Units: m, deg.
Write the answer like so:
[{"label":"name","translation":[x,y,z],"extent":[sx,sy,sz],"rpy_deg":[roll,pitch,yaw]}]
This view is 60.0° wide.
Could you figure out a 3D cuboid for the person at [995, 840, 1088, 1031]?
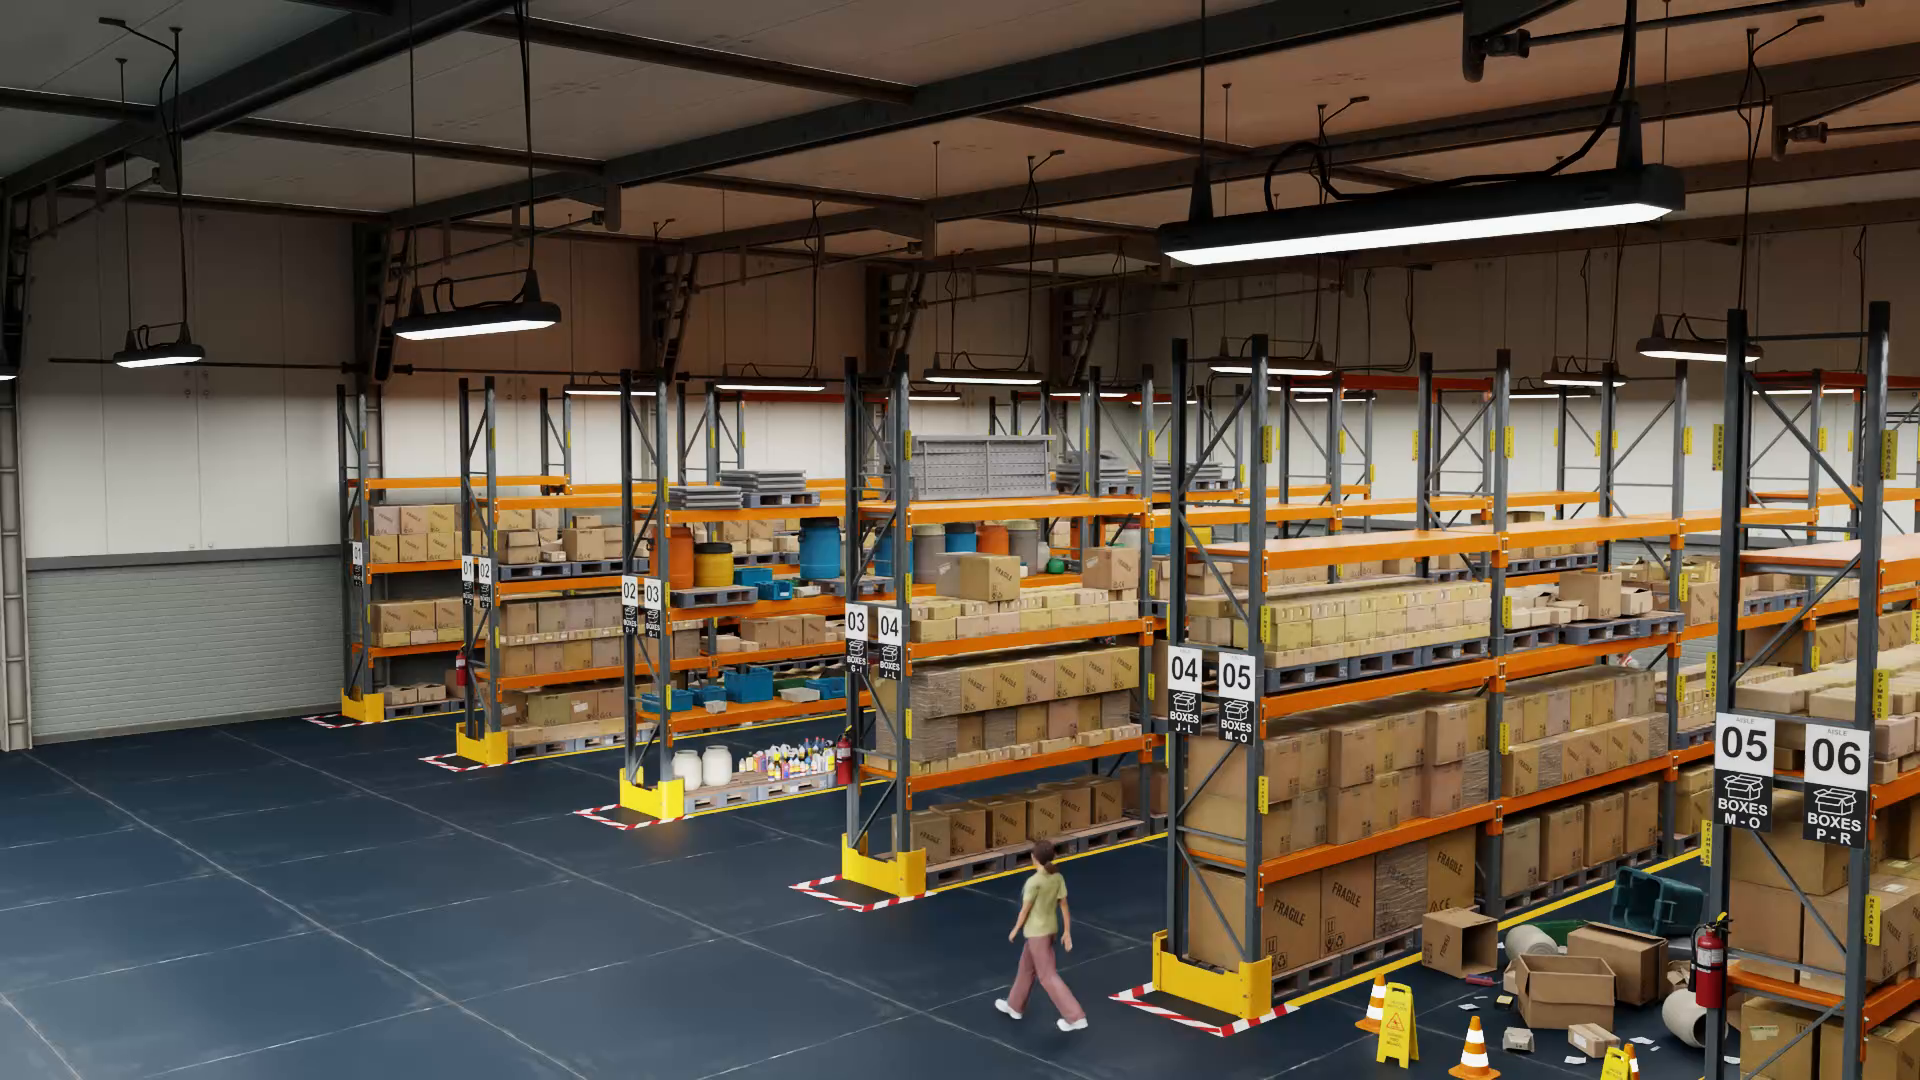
[{"label":"person","translation":[0.687,3.404,14.360],"extent":[1.024,1.630,0.418],"rpy_deg":[2,4,29]}]

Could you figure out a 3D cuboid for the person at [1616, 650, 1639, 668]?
[{"label":"person","translation":[10.908,2.543,27.208],"extent":[0.882,1.809,0.497],"rpy_deg":[-3,5,-41]}]
